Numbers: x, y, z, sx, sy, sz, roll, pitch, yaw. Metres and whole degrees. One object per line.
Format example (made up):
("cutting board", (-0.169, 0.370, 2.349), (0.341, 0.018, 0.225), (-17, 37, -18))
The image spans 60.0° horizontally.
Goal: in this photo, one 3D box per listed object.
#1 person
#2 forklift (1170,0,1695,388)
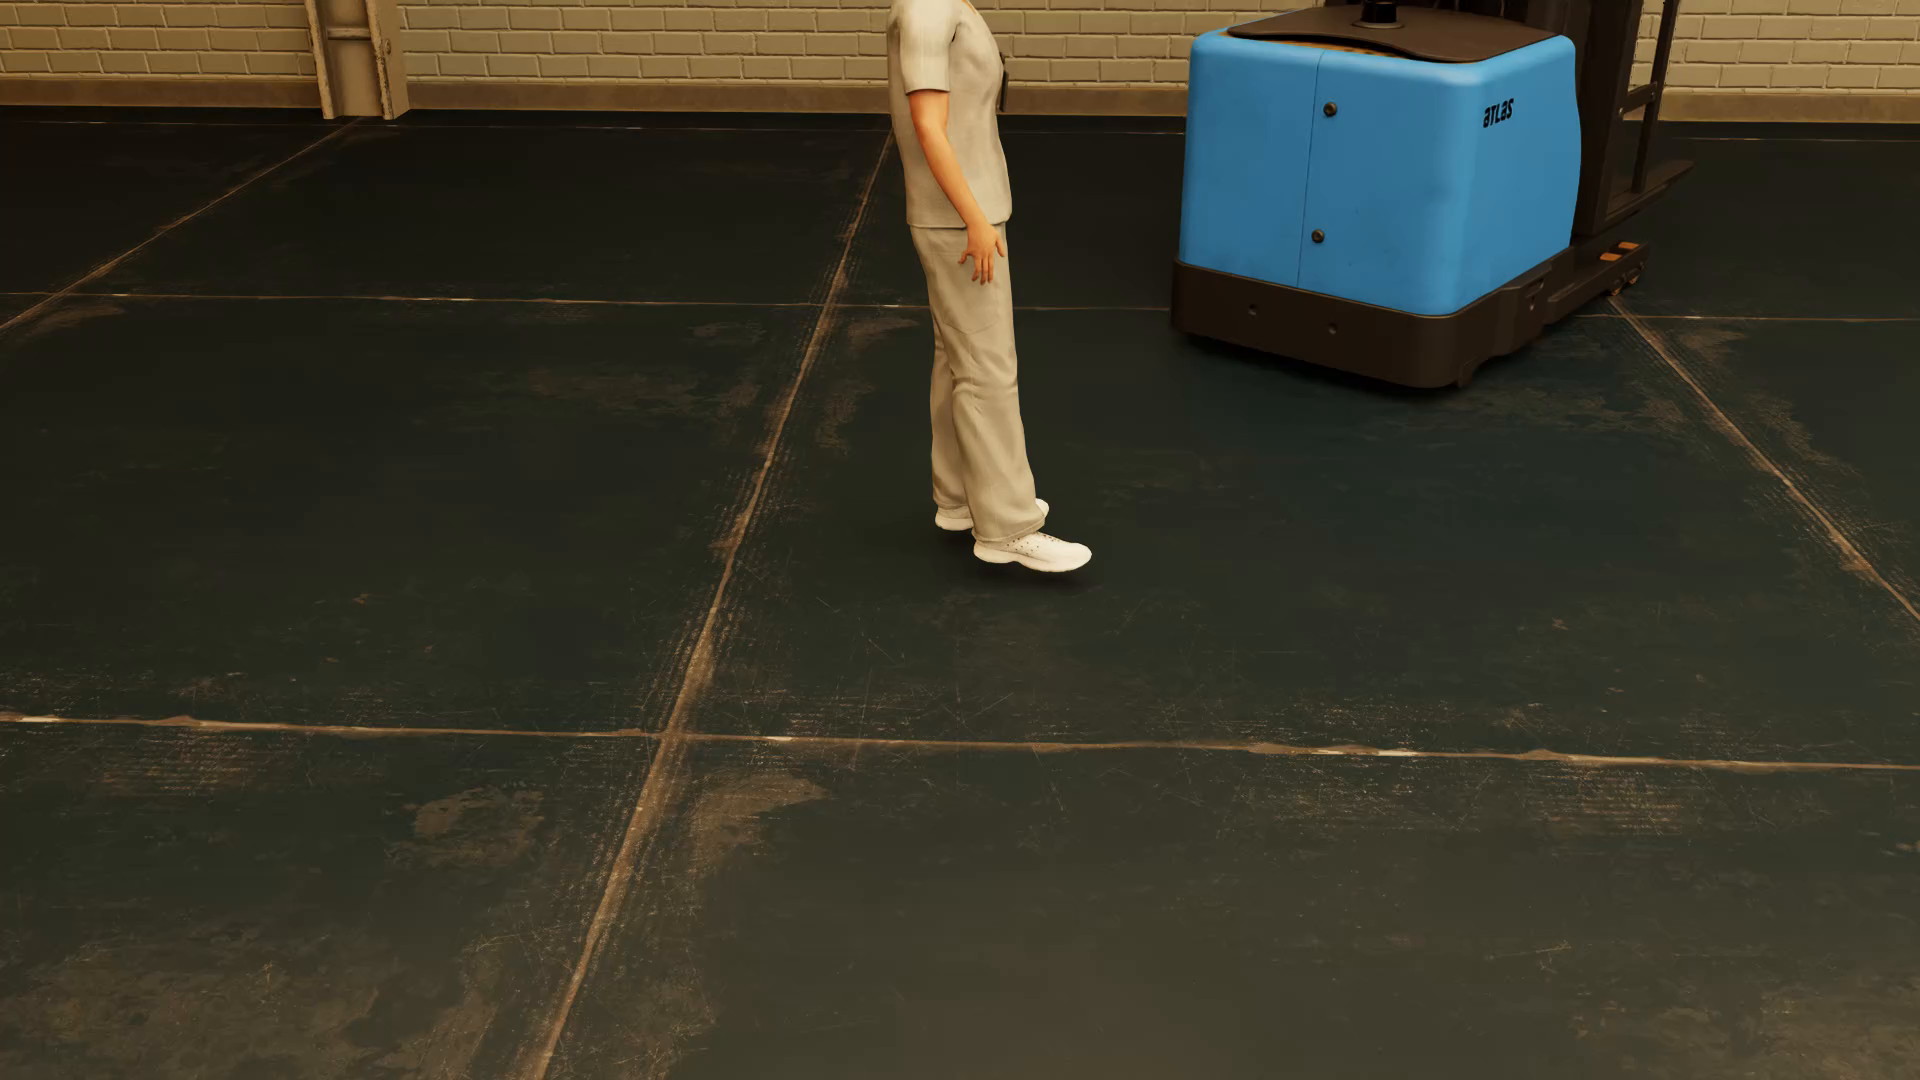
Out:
("person", (0.085, -0.786, 4.114), (0.524, 1.673, 0.550), (1, 26, 2))
("forklift", (2.069, -2.382, 6.039), (1.130, 2.935, 3.031), (20, 33, 35))
